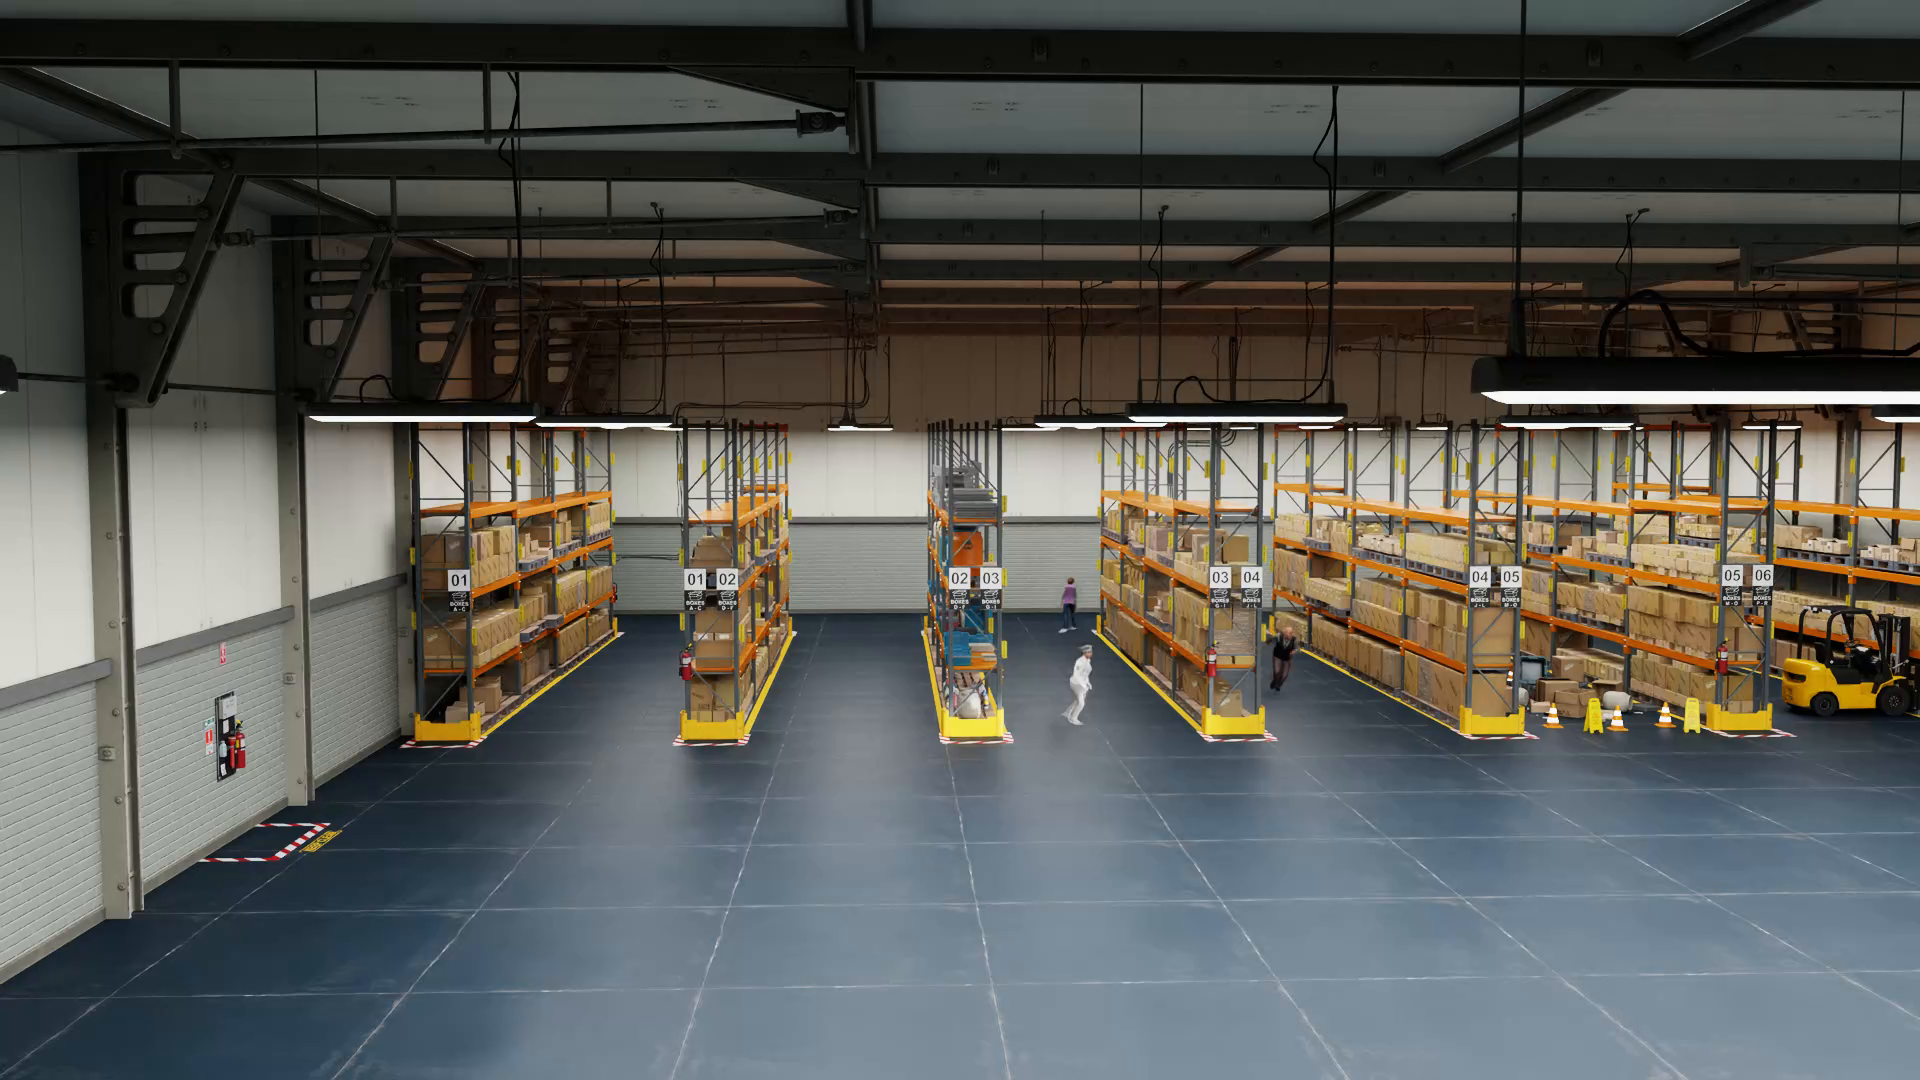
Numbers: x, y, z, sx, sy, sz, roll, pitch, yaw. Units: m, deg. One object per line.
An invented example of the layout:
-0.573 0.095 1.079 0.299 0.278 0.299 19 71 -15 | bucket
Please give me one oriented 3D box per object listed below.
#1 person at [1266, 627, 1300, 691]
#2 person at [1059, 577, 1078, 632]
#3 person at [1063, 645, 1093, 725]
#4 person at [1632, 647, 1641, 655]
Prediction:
7.130 2.625 36.602 0.656 1.485 1.011 0 4 2 | person
3.132 1.864 48.073 0.617 1.577 0.558 -1 4 -15 | person
2.295 2.840 32.648 0.720 1.609 0.589 2 4 29 | person
16.357 2.363 40.091 0.610 1.570 0.793 -1 4 -19 | person
